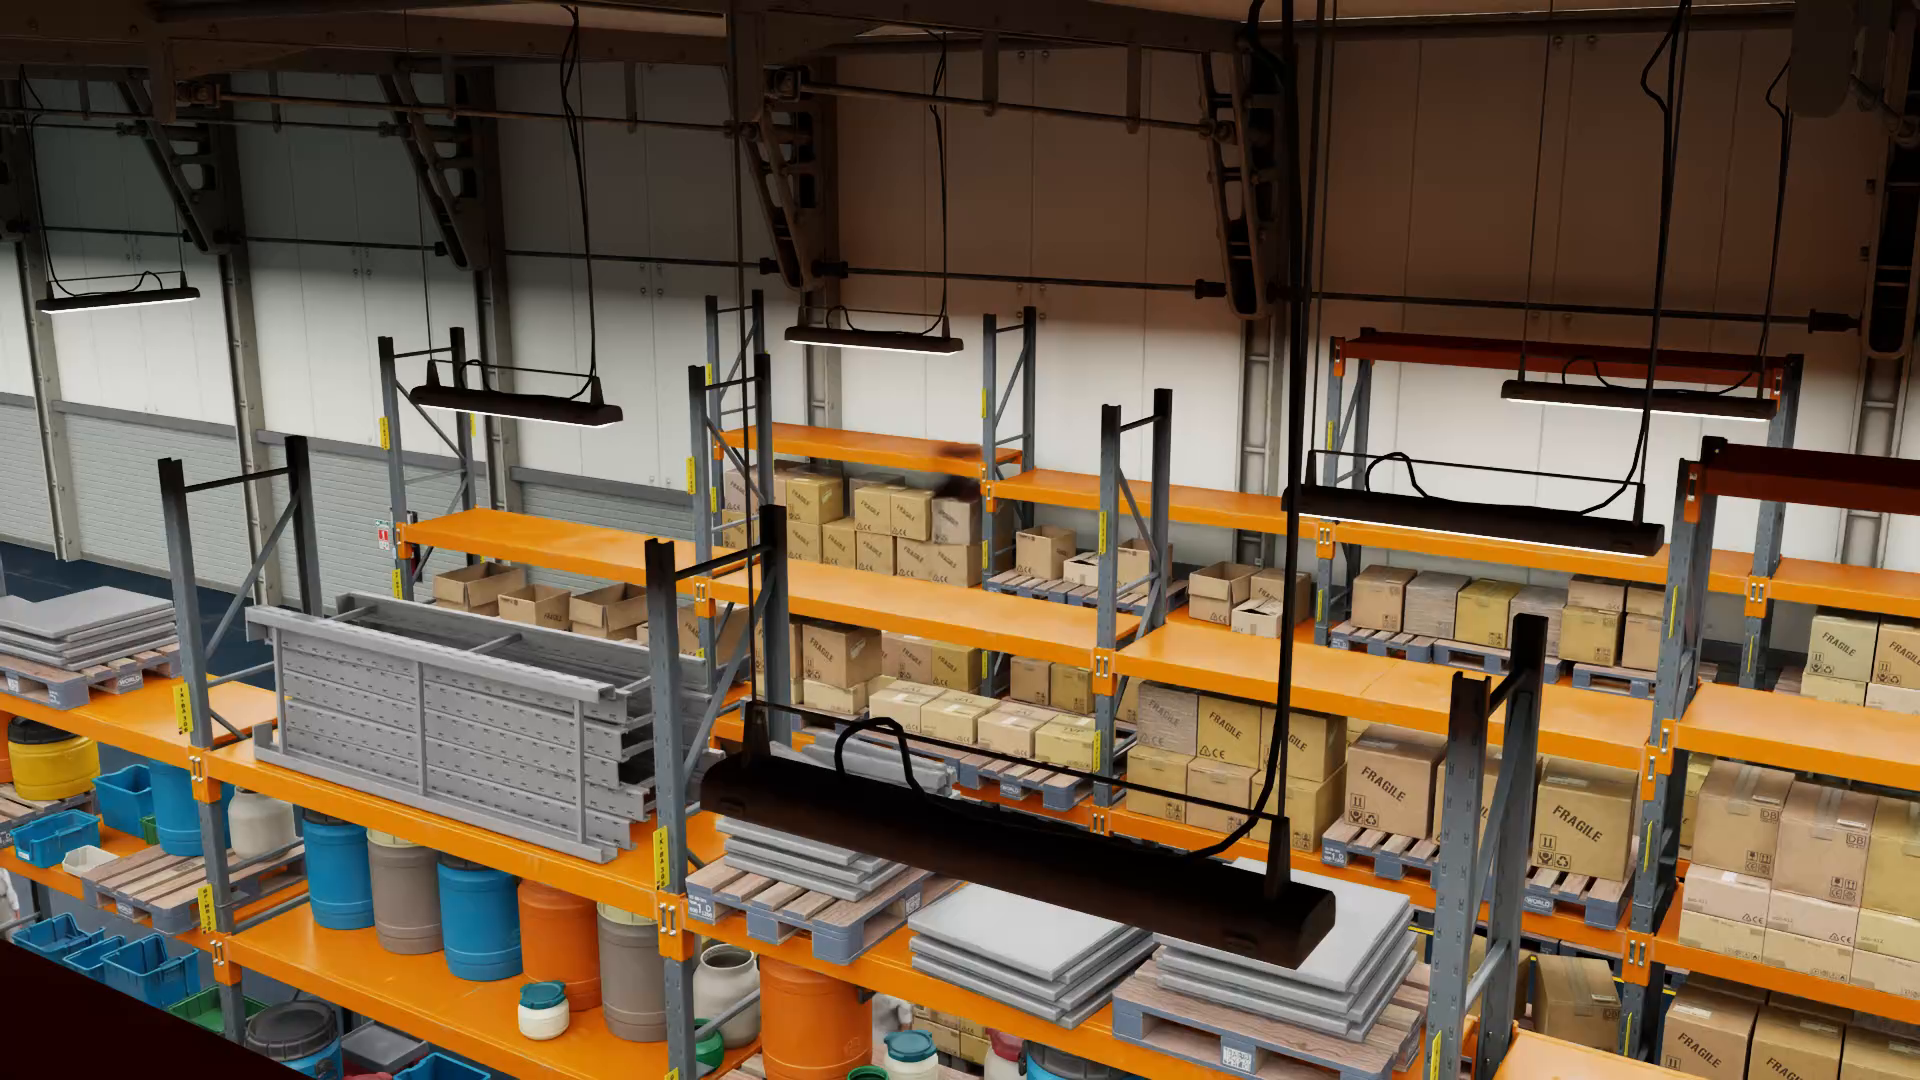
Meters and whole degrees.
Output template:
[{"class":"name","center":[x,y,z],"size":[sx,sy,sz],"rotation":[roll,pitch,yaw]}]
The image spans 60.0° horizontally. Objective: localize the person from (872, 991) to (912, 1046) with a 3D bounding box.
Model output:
[{"class":"person","center":[-0.549,4.063,13.289],"size":[0.453,1.683,0.384],"rotation":[12,18,39]}]

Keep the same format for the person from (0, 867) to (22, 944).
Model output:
[{"class":"person","center":[-8.959,3.614,15.412],"size":[0.467,1.654,0.349],"rotation":[-9,16,-32]}]
